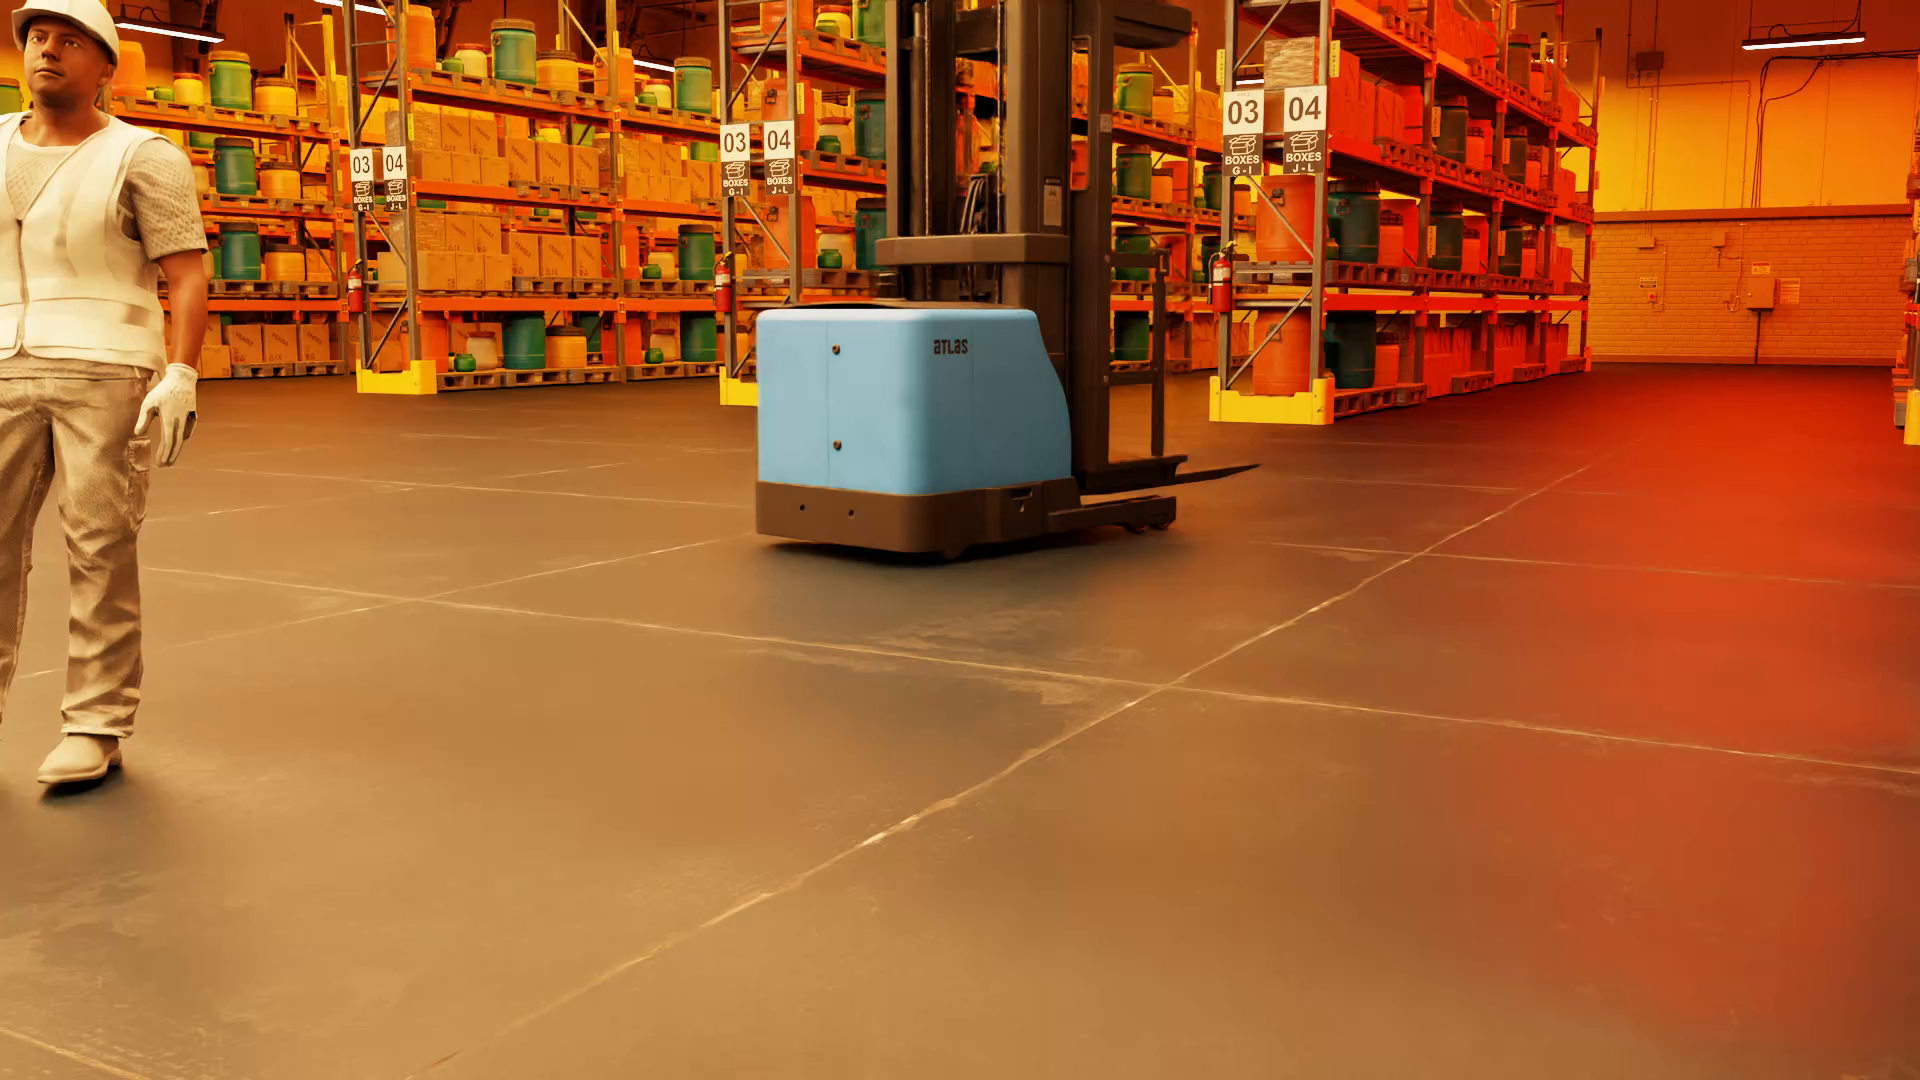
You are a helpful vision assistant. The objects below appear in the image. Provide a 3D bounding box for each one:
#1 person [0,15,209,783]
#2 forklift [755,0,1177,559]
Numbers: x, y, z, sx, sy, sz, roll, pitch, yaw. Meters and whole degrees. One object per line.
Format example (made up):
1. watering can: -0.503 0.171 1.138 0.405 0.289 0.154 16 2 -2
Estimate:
1. person: -2.056 -0.314 3.730 0.656 1.723 0.577 0 8 3
2. forklift: 0.421 -1.524 8.136 1.130 2.935 3.031 7 10 41
